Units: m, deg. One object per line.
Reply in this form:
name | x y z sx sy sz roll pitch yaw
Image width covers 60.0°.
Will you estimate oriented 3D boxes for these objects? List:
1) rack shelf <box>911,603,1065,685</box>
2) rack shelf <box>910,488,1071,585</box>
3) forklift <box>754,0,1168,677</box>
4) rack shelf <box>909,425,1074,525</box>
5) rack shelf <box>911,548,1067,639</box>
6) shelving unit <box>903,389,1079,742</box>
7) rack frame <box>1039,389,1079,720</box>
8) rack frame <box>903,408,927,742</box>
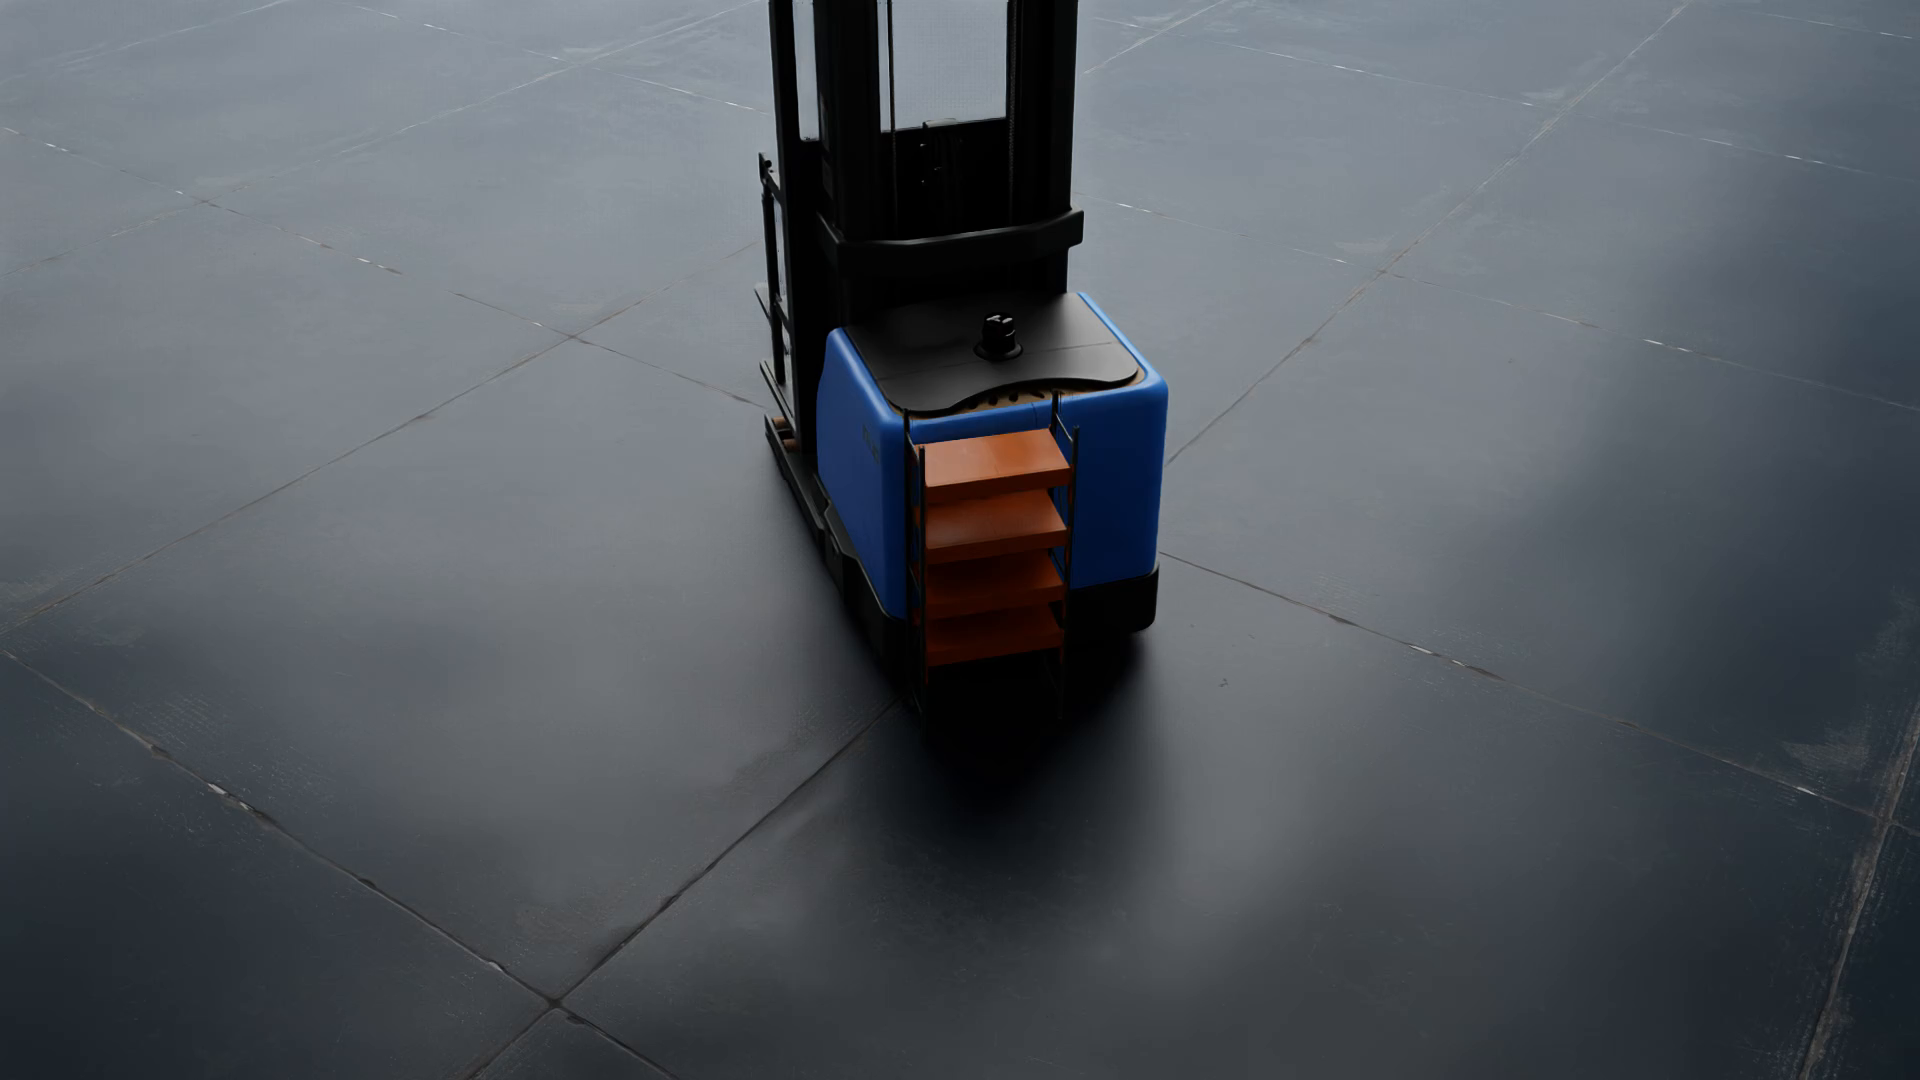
rack shelf | 0.088 0.323 5.668 0.480 0.148 0.258 -8 37 -12
rack shelf | 0.091 -0.019 5.420 0.480 0.148 0.258 -8 37 -12
forklift | -0.217 -1.550 6.425 1.130 2.935 3.031 -10 35 -15
rack shelf | 0.093 -0.211 5.281 0.480 0.148 0.258 -8 37 -12
rack shelf | 0.089 0.162 5.551 0.480 0.148 0.258 -8 37 -12
shelving unit | 0.090 0.107 5.512 0.503 1.200 0.258 -8 37 -12
rack frame | 0.326 0.074 5.561 0.015 1.200 0.240 -8 37 -12
rack frame | -0.147 0.141 5.462 0.015 1.200 0.240 -8 37 -12
